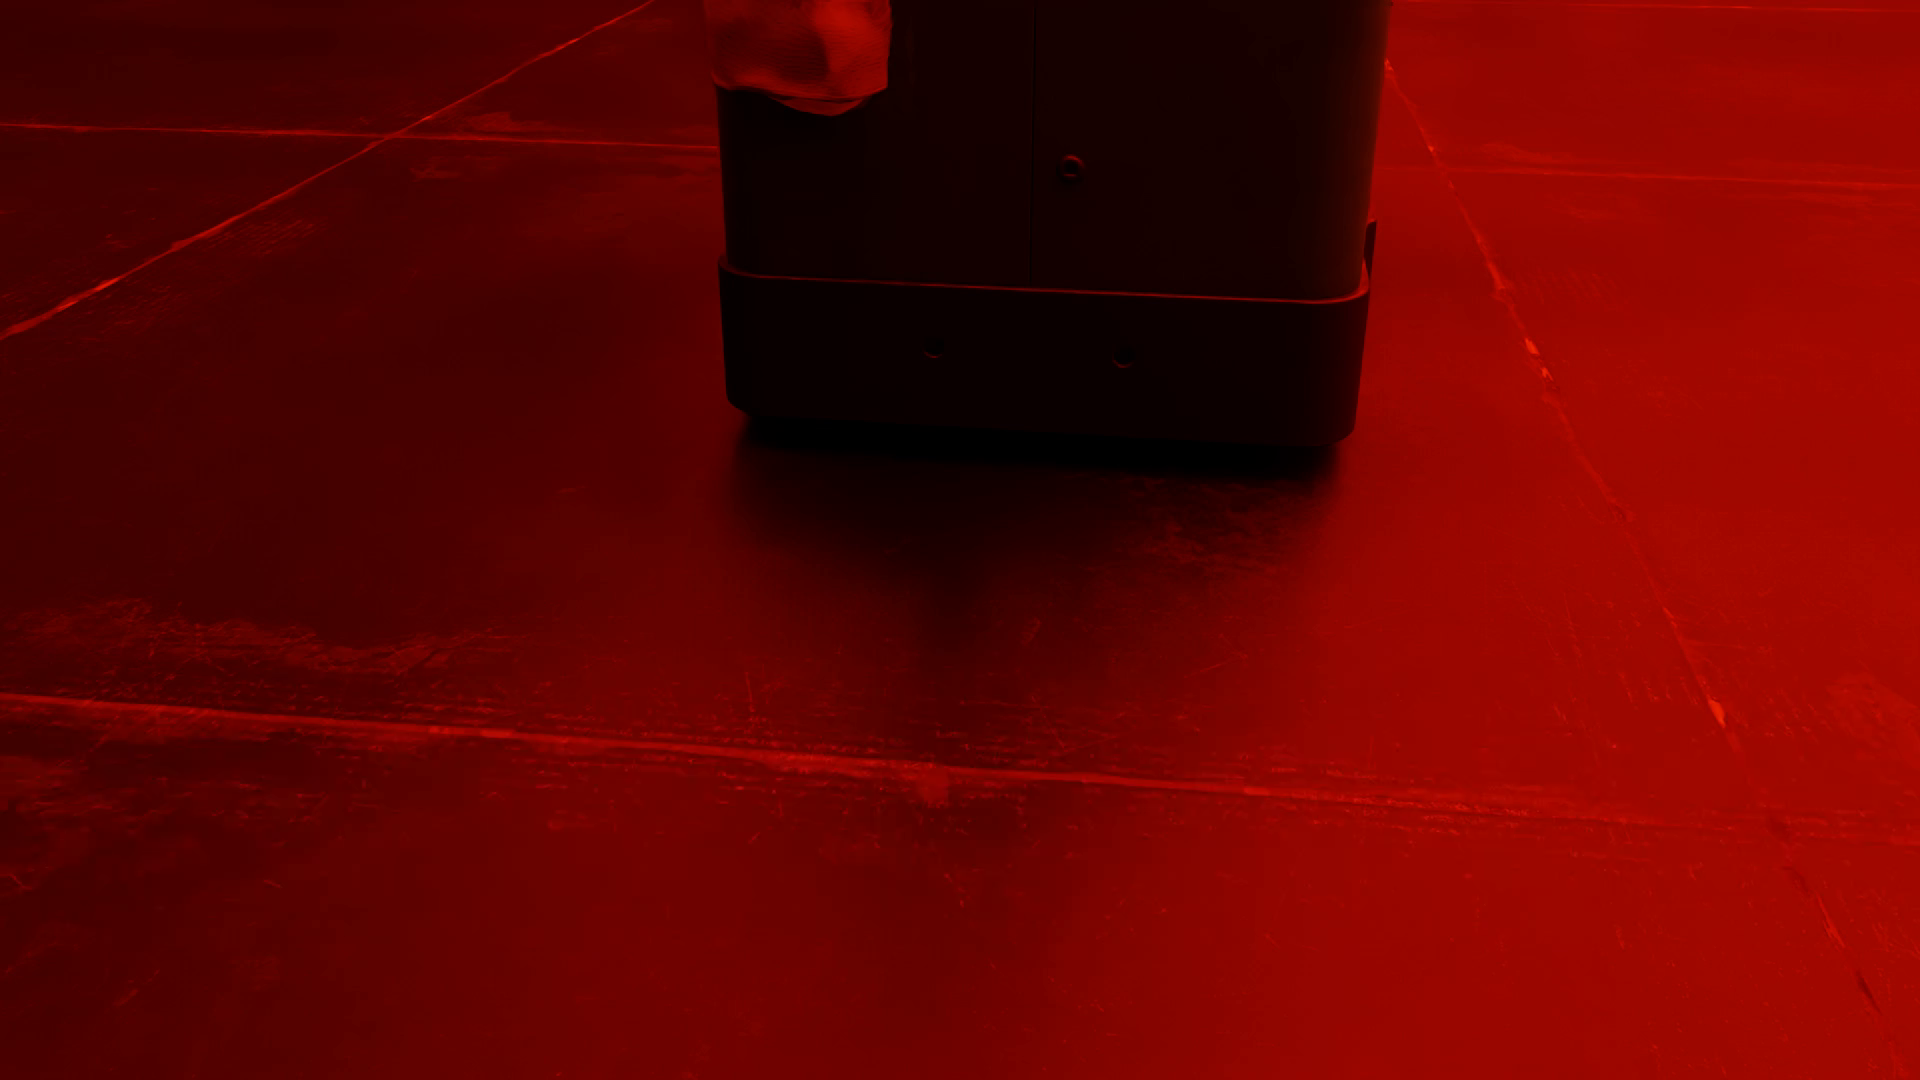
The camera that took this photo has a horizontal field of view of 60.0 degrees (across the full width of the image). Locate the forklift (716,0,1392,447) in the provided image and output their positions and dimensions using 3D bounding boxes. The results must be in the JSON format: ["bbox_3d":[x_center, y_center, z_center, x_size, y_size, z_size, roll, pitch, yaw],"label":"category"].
[{"bbox_3d":[0.333,-2.090,3.406,1.130,2.935,3.031,4,27,8],"label":"forklift"}]

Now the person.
[{"bbox_3d":[-0.107,-0.891,2.692,0.822,1.365,0.688,11,29,21],"label":"person"}]
